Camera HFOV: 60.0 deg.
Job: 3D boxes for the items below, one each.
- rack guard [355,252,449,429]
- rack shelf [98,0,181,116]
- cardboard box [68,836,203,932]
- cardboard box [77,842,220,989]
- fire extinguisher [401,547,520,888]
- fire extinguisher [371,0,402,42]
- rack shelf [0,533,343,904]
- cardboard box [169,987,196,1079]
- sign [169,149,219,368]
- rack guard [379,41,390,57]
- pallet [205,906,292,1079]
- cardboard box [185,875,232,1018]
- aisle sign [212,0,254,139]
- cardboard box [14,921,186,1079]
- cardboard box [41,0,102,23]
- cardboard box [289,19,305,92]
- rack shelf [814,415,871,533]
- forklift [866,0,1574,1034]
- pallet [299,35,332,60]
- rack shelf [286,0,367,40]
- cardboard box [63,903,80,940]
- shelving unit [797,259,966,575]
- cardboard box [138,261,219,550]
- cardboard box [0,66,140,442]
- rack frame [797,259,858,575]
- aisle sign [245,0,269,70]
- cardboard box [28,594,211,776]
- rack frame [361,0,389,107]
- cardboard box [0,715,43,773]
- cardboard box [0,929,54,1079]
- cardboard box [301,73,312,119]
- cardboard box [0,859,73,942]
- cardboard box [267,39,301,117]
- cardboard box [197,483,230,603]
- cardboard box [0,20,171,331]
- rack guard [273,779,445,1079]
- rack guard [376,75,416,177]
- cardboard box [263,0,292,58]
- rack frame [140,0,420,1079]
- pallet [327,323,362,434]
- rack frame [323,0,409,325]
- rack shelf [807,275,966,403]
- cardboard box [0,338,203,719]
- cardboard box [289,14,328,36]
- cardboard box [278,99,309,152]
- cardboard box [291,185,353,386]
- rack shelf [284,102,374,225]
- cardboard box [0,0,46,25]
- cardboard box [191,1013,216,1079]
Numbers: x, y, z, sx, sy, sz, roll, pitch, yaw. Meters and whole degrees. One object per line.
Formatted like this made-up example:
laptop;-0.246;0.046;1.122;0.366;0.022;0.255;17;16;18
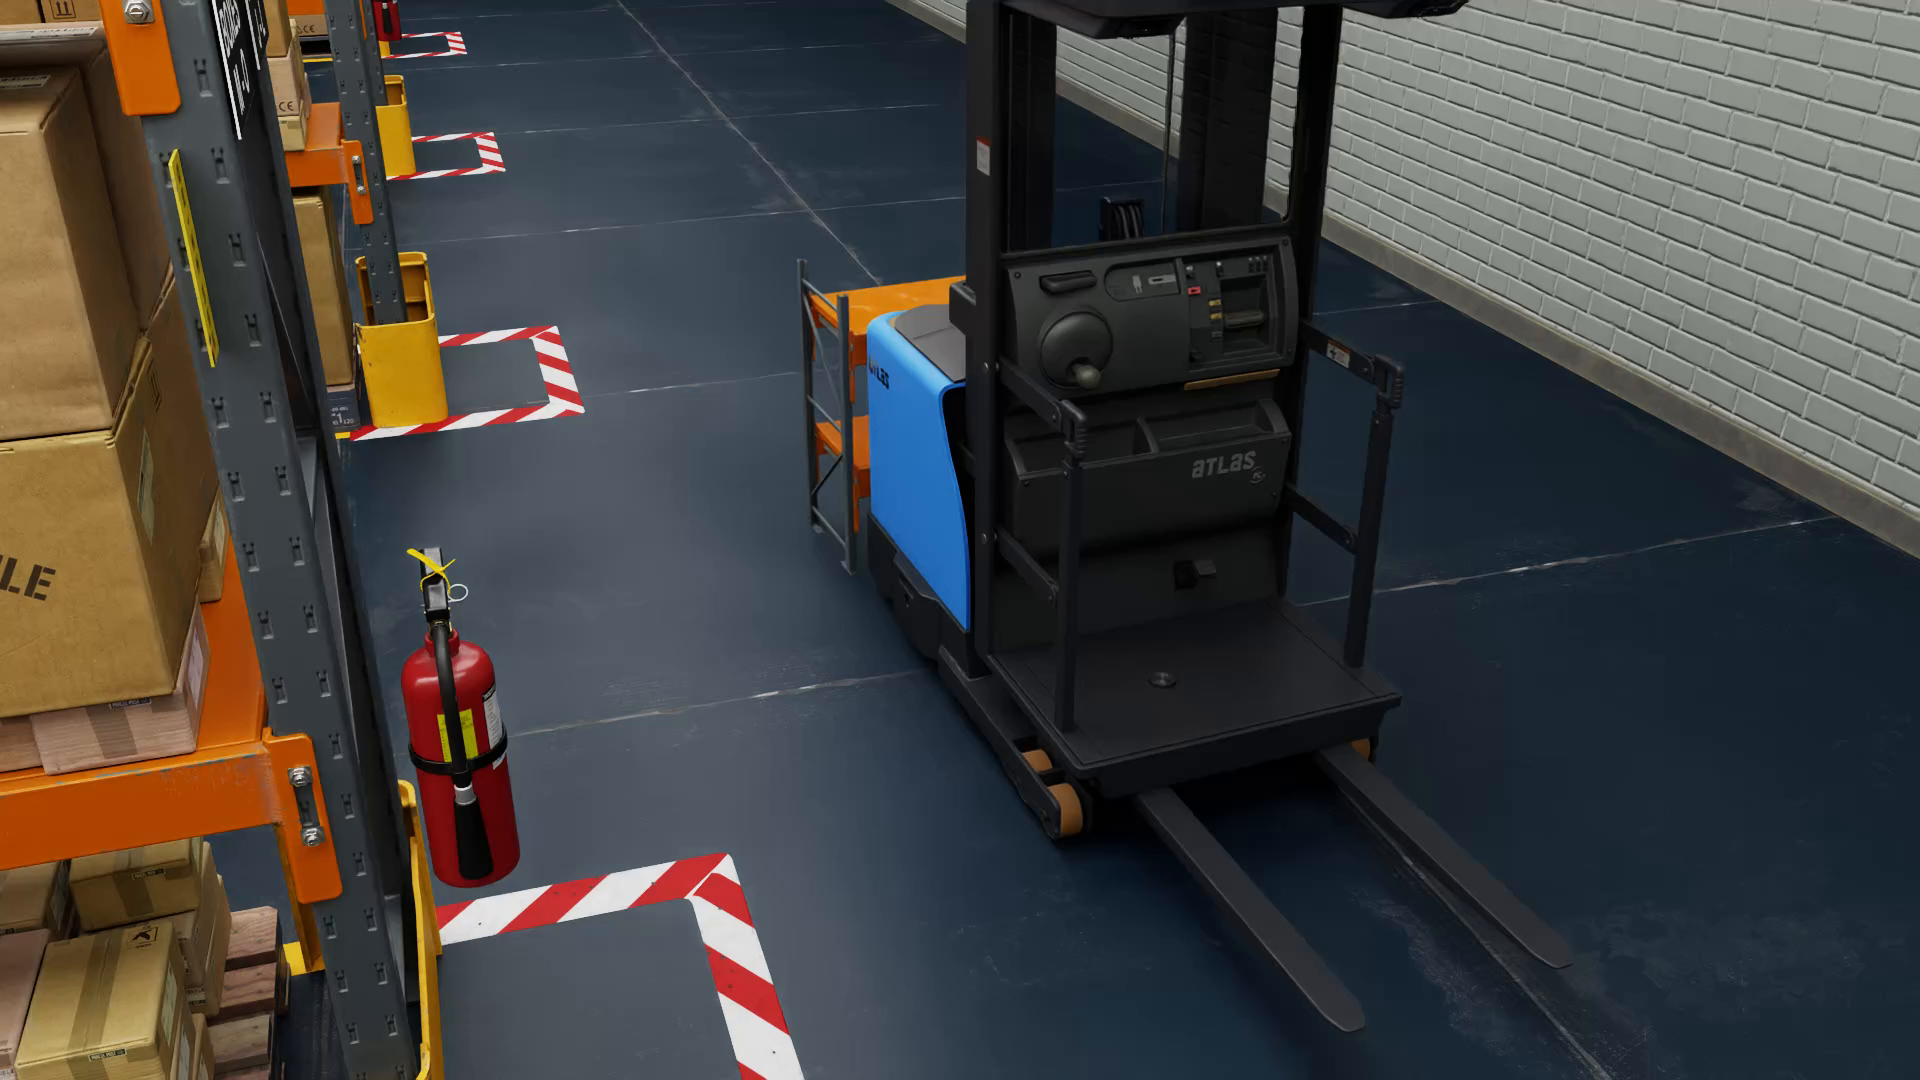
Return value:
rack guard;-2.767;-1.010;8.222;0.348;0.500;1.175;-8;28;-16
rack shelf;-3.251;-0.761;2.345;4.000;0.370;1.077;-8;28;-16
cardboard box;-1.953;0.736;3.960;0.250;0.149;0.380;-10;28;-18
cardboard box;-1.927;0.904;3.955;0.250;0.149;0.380;-7;27;-14
fire extinguisher;-0.967;0.347;3.184;0.183;0.674;0.296;-8;28;-16
fire extinguisher;-4.039;-3.847;11.633;0.183;0.674;0.296;-8;28;-16
rack shelf;-3.251;0.582;3.012;4.000;0.370;1.077;-8;28;-16
cardboard box;-1.763;1.134;3.492;0.250;0.149;0.380;-9;28;-17
sign;-1.197;-0.438;2.601;0.005;0.325;0.100;-8;28;-16
rack guard;-5.926;-5.185;16.632;0.348;0.500;1.175;-8;28;-16
pallet;-2.205;1.341;3.811;1.213;0.211;1.003;-8;28;-16
cardboard box;-1.947;1.010;4.075;0.250;0.149;0.380;-8;27;-15
aisle sign;-1.187;-1.063;2.594;0.004;0.787;0.394;-8;28;-16
cardboard box;-1.774;0.987;3.453;0.250;0.149;0.380;-8;27;-16
cardboard box;-3.805;-2.507;7.418;0.500;0.500;0.500;-9;28;-17
cardboard box;-3.329;-2.240;7.724;0.500;0.250;0.500;-9;28;-17
rack shelf;-0.048;-0.345;6.729;1.000;0.278;0.538;-11;28;-21
forklift;0.662;-0.634;4.731;1.130;2.935;3.031;-10;28;-19
pallet;-6.684;-4.945;16.475;1.213;0.211;1.003;-8;28;-16
rack shelf;-6.225;-3.623;11.483;4.000;0.370;1.077;-8;28;-16
cardboard box;-2.205;0.918;3.927;0.250;0.149;0.380;-8;28;-16
shelving unit;-0.048;-0.564;6.620;1.048;1.125;0.538;-11;28;-21
cardboard box;-1.862;-0.248;3.430;0.500;0.500;0.500;-7;27;-14
cardboard box;-1.708;-0.473;2.758;0.500;0.500;0.500;-9;28;-17
rack frame;-0.514;-0.473;6.438;0.032;1.125;0.500;-11;28;-21
aisle sign;-1.373;-1.316;3.105;0.004;0.787;0.394;-8;28;-16
cardboard box;-1.572;0.262;3.132;0.250;0.149;0.380;-8;28;-16
rack frame;-4.323;-4.220;11.878;0.127;3.000;1.000;-8;28;-16
cardboard box;-1.820;0.280;3.095;0.250;0.149;0.380;-8;28;-16
cardboard box;-2.031;0.998;3.432;0.250;0.149;0.380;-8;27;-15
cardboard box;-3.229;-2.104;7.898;0.250;0.149;0.380;-8;27;-16
cardboard box;-2.178;0.825;3.781;0.250;0.149;0.380;-8;27;-15
cardboard box;-3.168;-2.013;7.266;0.500;0.250;0.500;-9;28;-17
cardboard box;-1.759;0.003;3.652;0.250;0.149;0.380;-8;28;-17
cardboard box;-1.859;-0.691;3.198;0.500;0.500;0.500;-8;28;-16
rack guard;-1.422;1.115;3.942;0.348;0.500;1.175;-8;28;-16
rack guard;-4.304;-3.110;12.451;0.348;0.500;1.175;-8;28;-16
cardboard box;-3.171;-2.350;7.101;0.500;0.500;0.500;-8;27;-15
rack frame;-1.350;-0.015;3.407;0.127;3.000;1.000;-8;28;-16
pallet;-3.526;-0.734;7.991;1.213;0.211;1.003;-8;28;-16
rack frame;-2.789;-2.126;7.660;0.127;3.000;1.000;-8;28;-16
rack shelf;-0.048;-0.826;6.490;1.000;0.278;0.538;-11;28;-21
cardboard box;-1.697;-0.022;2.975;0.500;0.500;0.500;-8;27;-15
cardboard box;-6.294;-5.214;16.195;0.500;0.500;0.500;-8;28;-16
cardboard box;-3.026;-1.825;7.336;0.250;0.149;0.380;-8;27;-15
cardboard box;-3.373;-1.241;7.793;0.875;0.875;0.875;-8;28;-16
rack shelf;-4.691;-1.529;7.265;4.000;0.370;1.077;-8;28;-16
cardboard box;-4.296;-2.433;7.269;0.500;0.500;0.500;-9;28;-17
cardboard box;-1.786;1.234;3.624;0.250;0.149;0.380;-8;27;-15
